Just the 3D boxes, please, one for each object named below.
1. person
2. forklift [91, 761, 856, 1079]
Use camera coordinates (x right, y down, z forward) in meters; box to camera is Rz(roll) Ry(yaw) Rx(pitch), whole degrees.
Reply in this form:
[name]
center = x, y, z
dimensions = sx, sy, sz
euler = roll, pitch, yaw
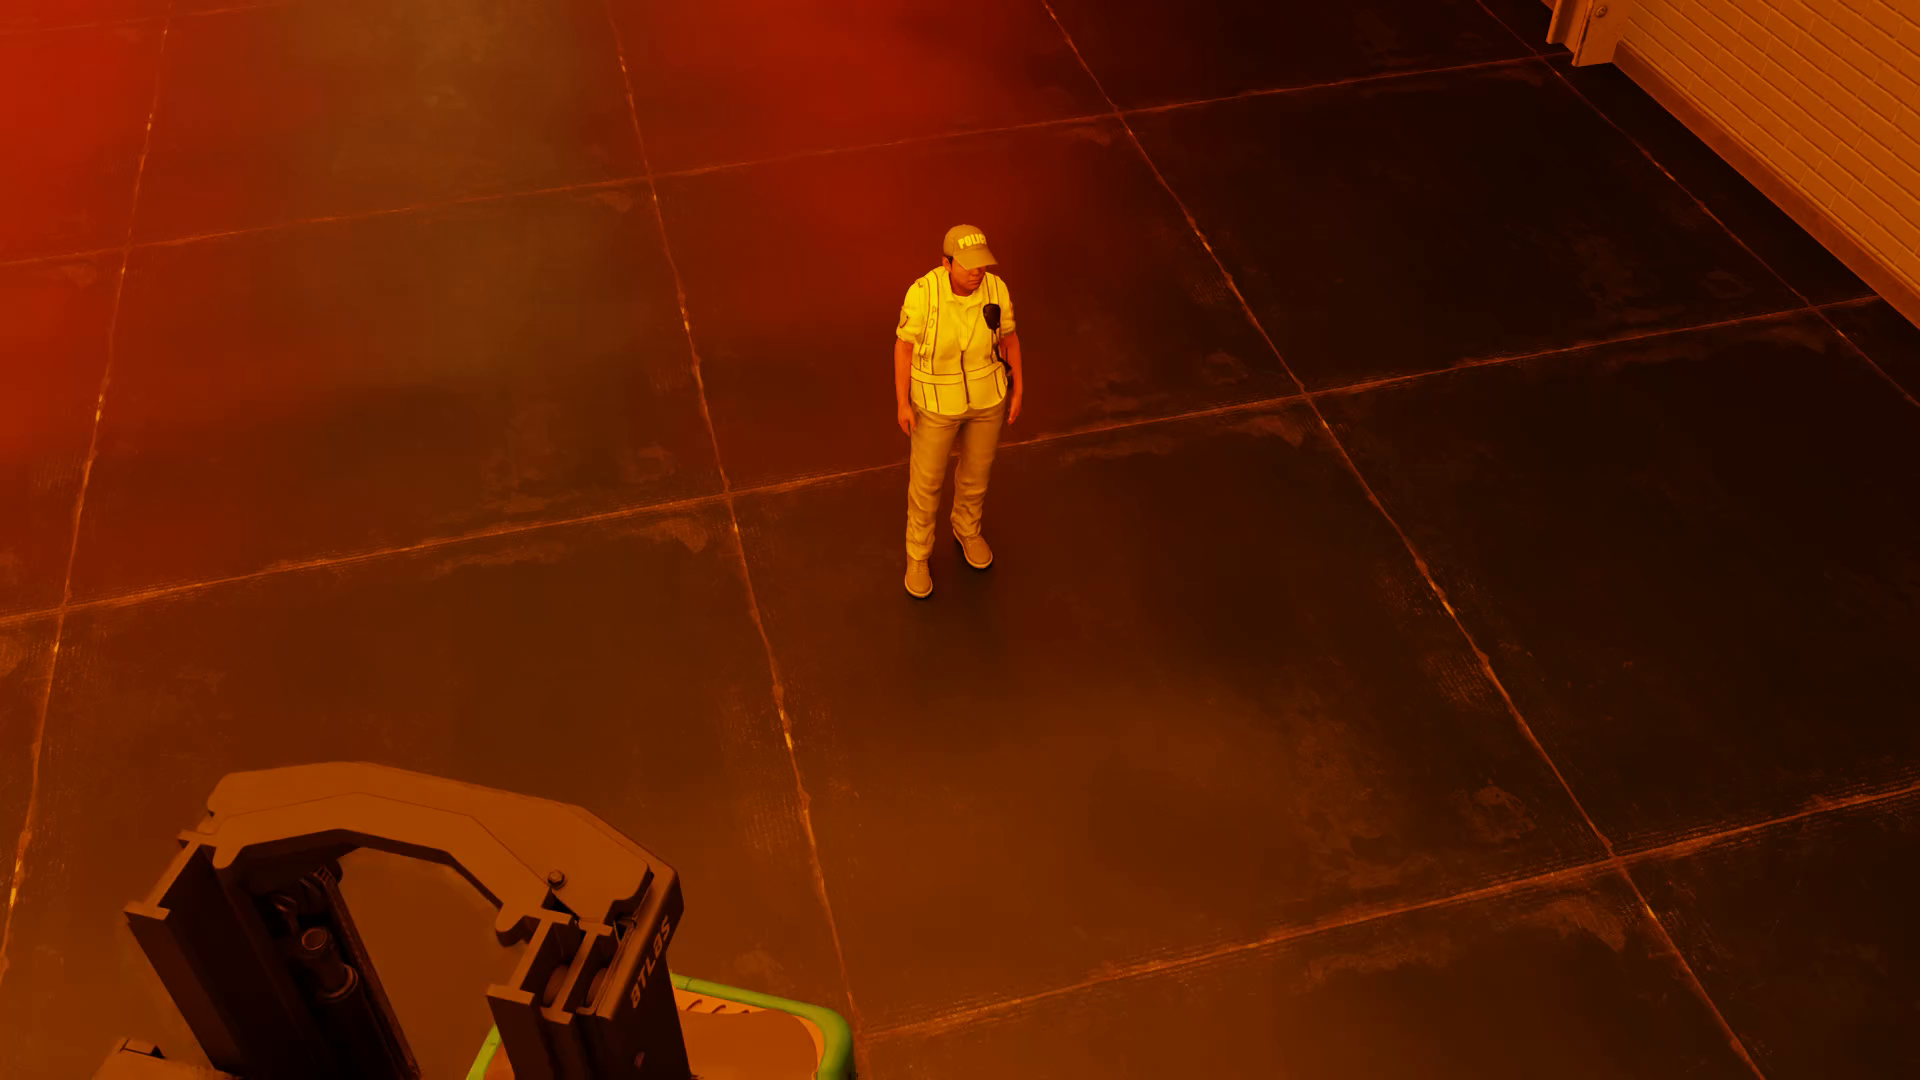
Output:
[person]
center = -0.003, -0.557, 7.143
dimensions = 0.598, 1.670, 0.529
euler = -10, 44, -11
[forklift]
center = -1.145, 1.981, 3.549
dimensions = 1.130, 2.935, 3.031
euler = 10, 44, 10
